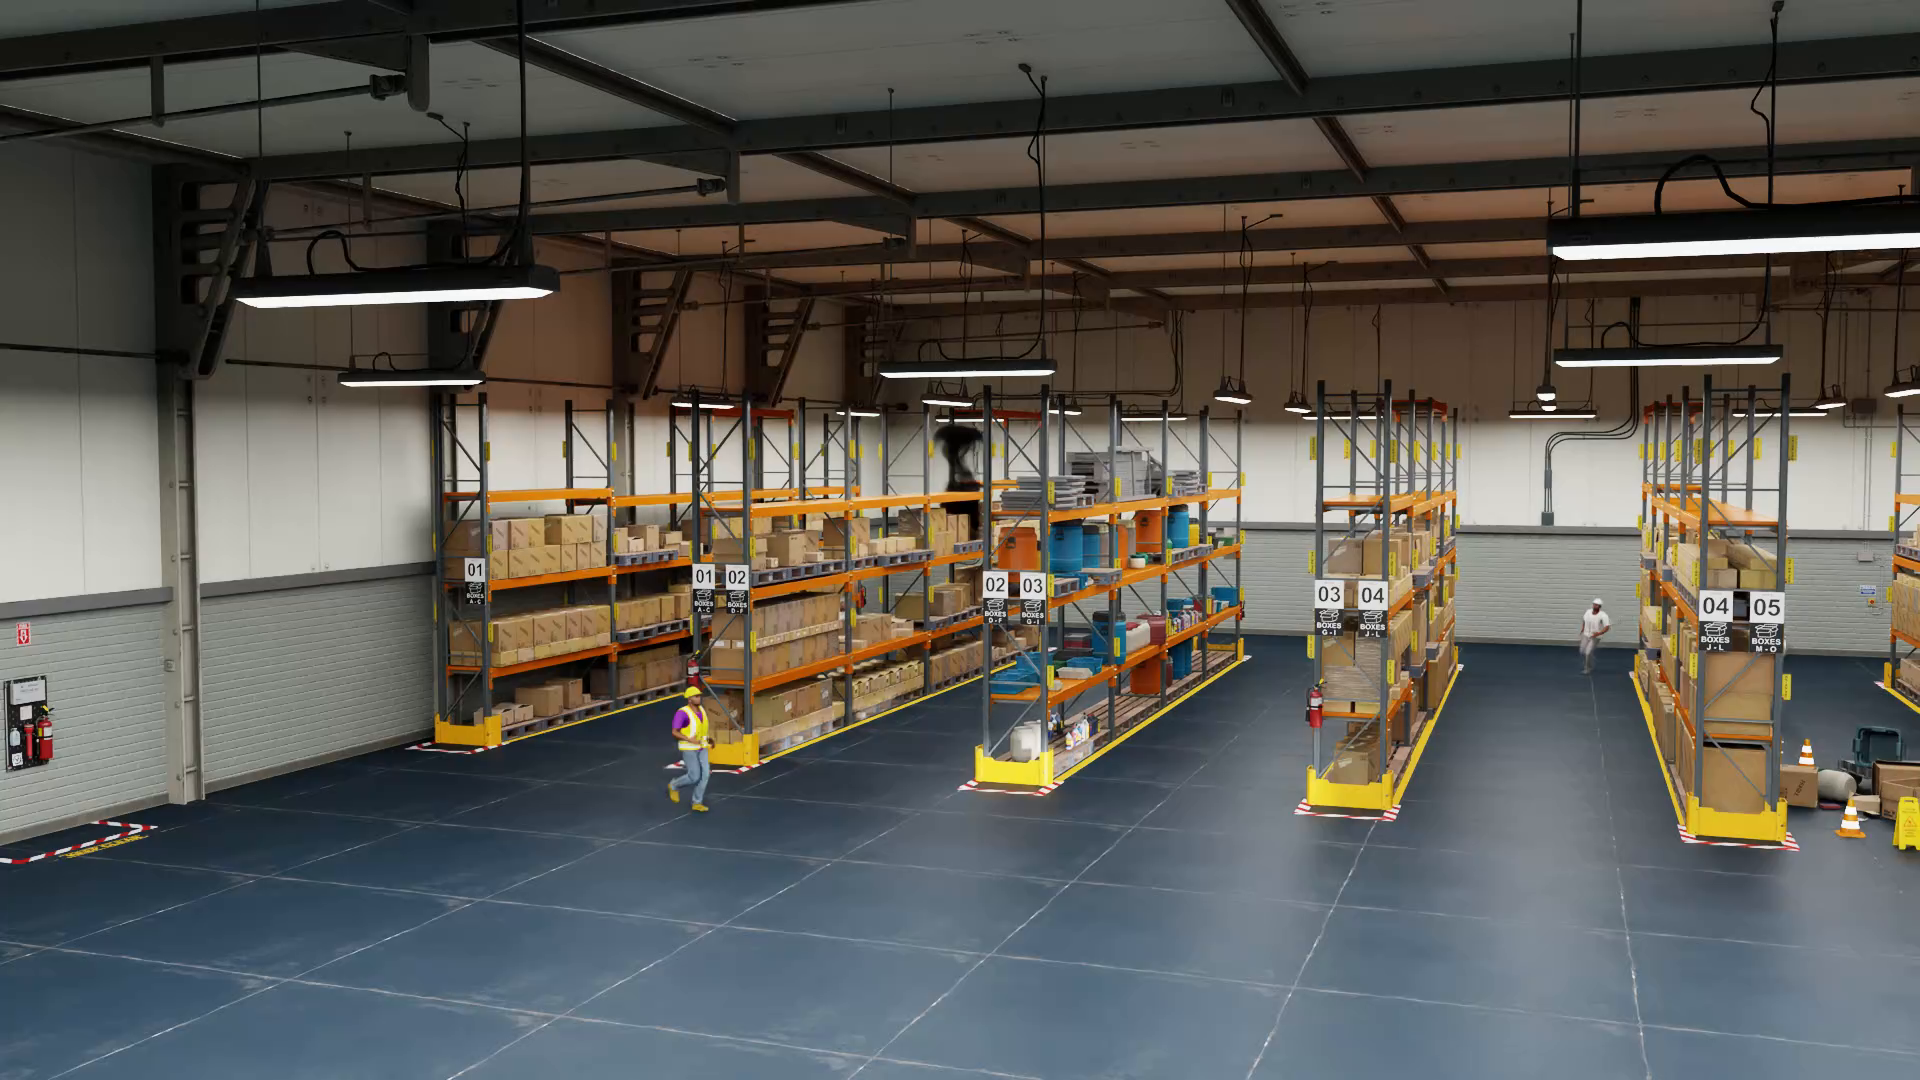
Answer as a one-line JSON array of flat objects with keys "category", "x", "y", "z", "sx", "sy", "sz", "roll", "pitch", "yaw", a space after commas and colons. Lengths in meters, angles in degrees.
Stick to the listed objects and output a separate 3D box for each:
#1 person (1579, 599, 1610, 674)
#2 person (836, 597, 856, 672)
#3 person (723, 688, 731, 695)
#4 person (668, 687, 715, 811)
[{"category": "person", "x": 14.224, "y": 2.163, "z": 37.326, "sx": 0.551, "sy": 1.714, "sz": 0.718, "roll": -2, "pitch": 4, "yaw": -39}, {"category": "person", "x": -2.609, "y": 2.150, "z": 36.967, "sx": 0.670, "sy": 1.792, "sz": 0.933, "roll": 0, "pitch": 3, "yaw": 9}, {"category": "person", "x": -4.448, "y": 2.401, "z": 32.492, "sx": 0.631, "sy": 1.778, "sz": 0.896, "roll": 0, "pitch": 3, "yaw": 8}, {"category": "person", "x": -3.743, "y": 2.903, "z": 23.185, "sx": 0.676, "sy": 1.726, "sz": 0.699, "roll": 2, "pitch": 4, "yaw": 33}]
